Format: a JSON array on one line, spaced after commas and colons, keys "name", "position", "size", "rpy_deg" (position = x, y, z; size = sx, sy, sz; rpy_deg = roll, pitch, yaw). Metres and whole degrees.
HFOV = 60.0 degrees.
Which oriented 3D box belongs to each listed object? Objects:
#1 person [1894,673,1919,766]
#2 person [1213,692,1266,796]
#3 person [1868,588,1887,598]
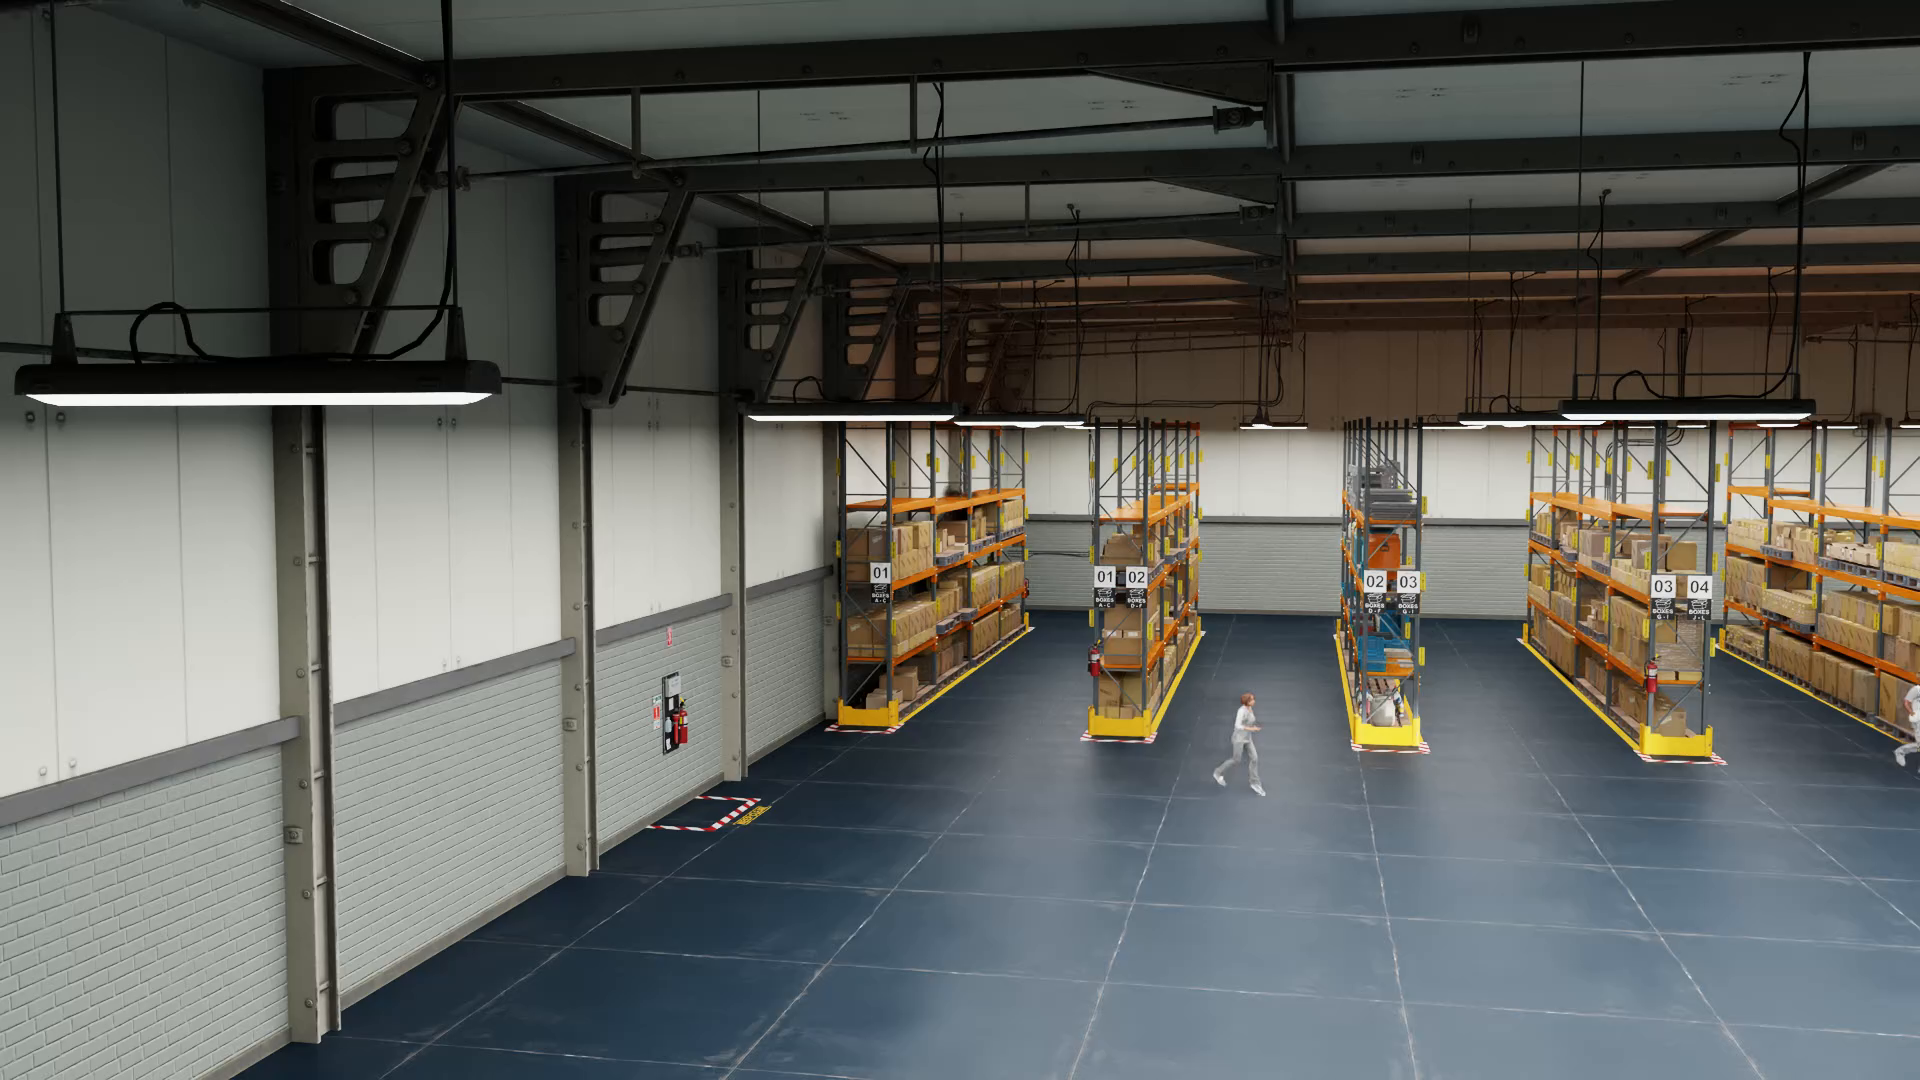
[{"name": "person", "position": [16.136, 3.044, 27.928], "size": [0.718, 1.753, 0.728], "rpy_deg": [-2, 4, -27]}, {"name": "person", "position": [4.462, 3.211, 26.422], "size": [0.880, 1.612, 0.562], "rpy_deg": [2, 4, 32]}, {"name": "person", "position": [24.559, 1.930, 44.831], "size": [0.732, 1.815, 0.628], "rpy_deg": [0, 4, 3]}]
